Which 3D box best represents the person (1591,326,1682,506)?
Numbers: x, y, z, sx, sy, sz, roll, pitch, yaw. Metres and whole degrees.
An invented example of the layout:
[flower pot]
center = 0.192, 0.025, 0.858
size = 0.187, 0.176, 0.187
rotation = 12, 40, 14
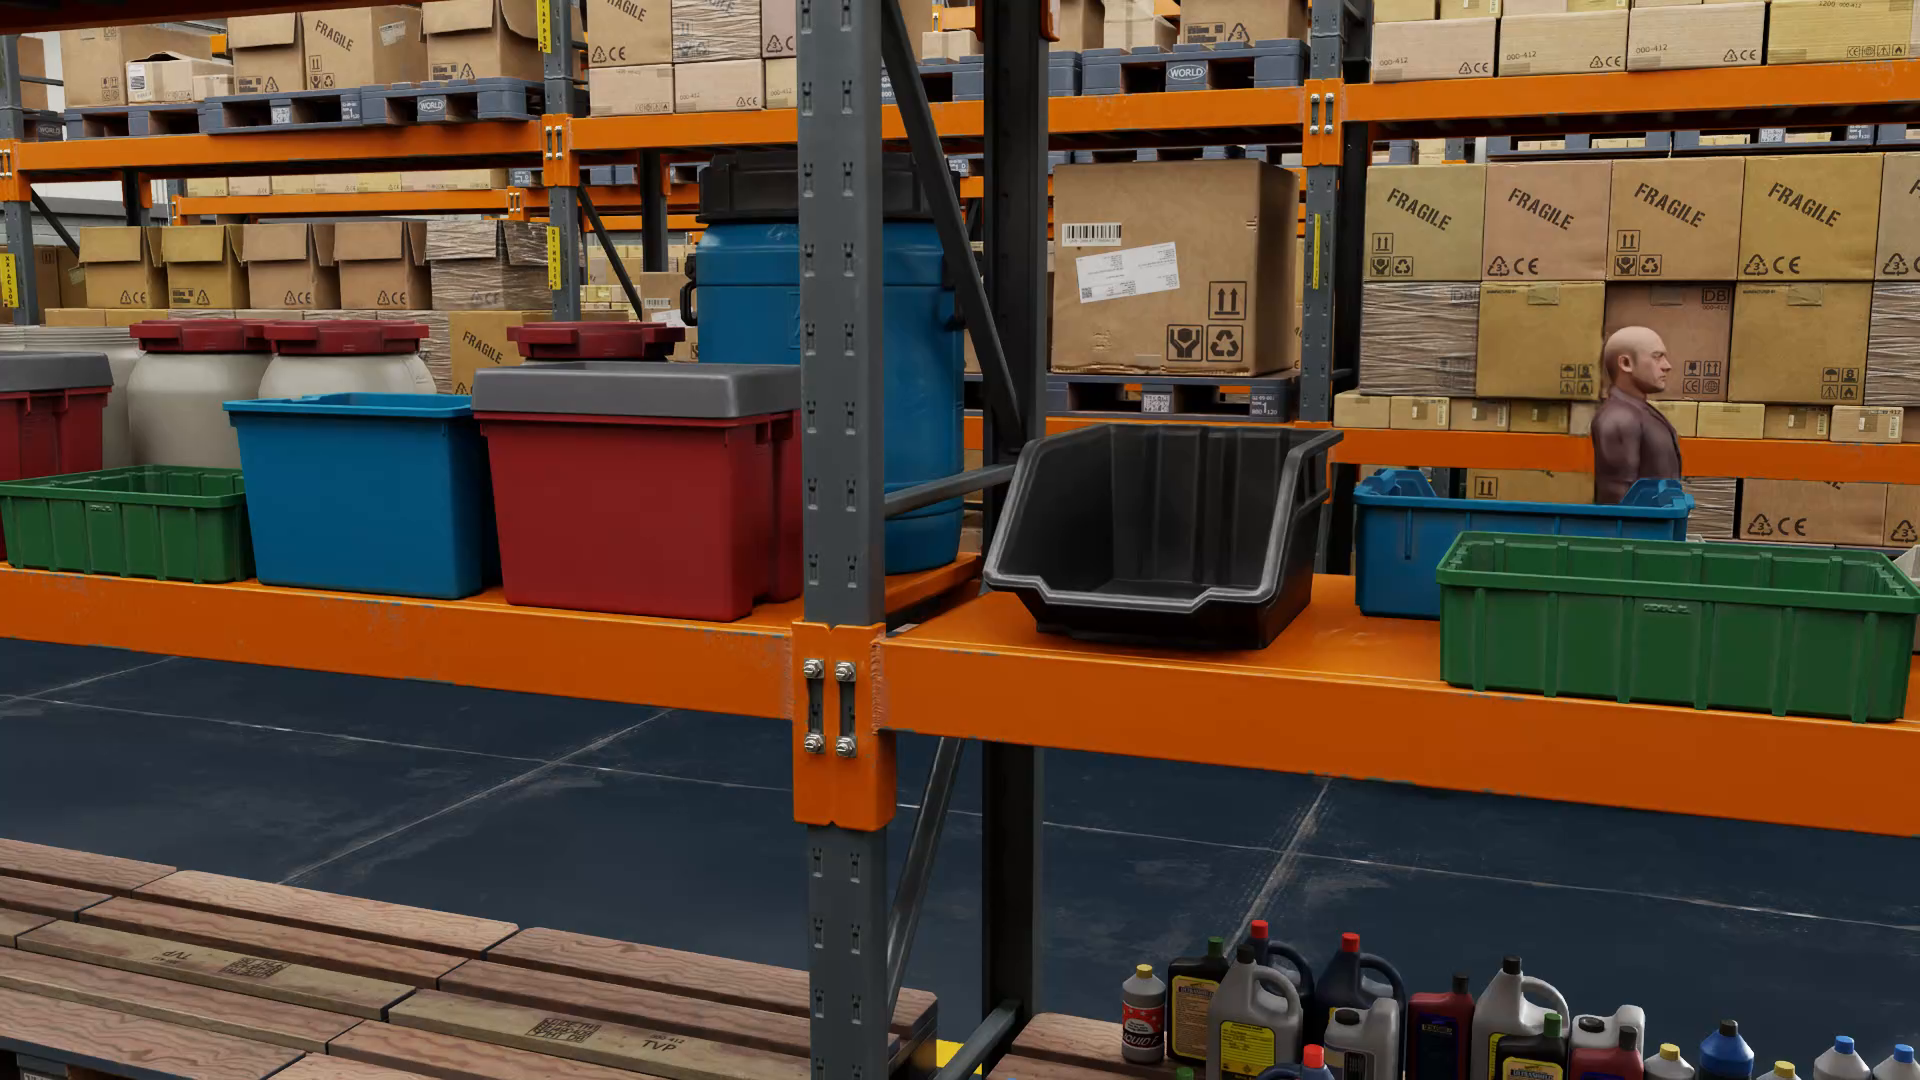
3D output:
[person]
center = 2.387, 0.106, 6.064
size = 0.815, 1.753, 0.601
rotation = 4, 10, 26
